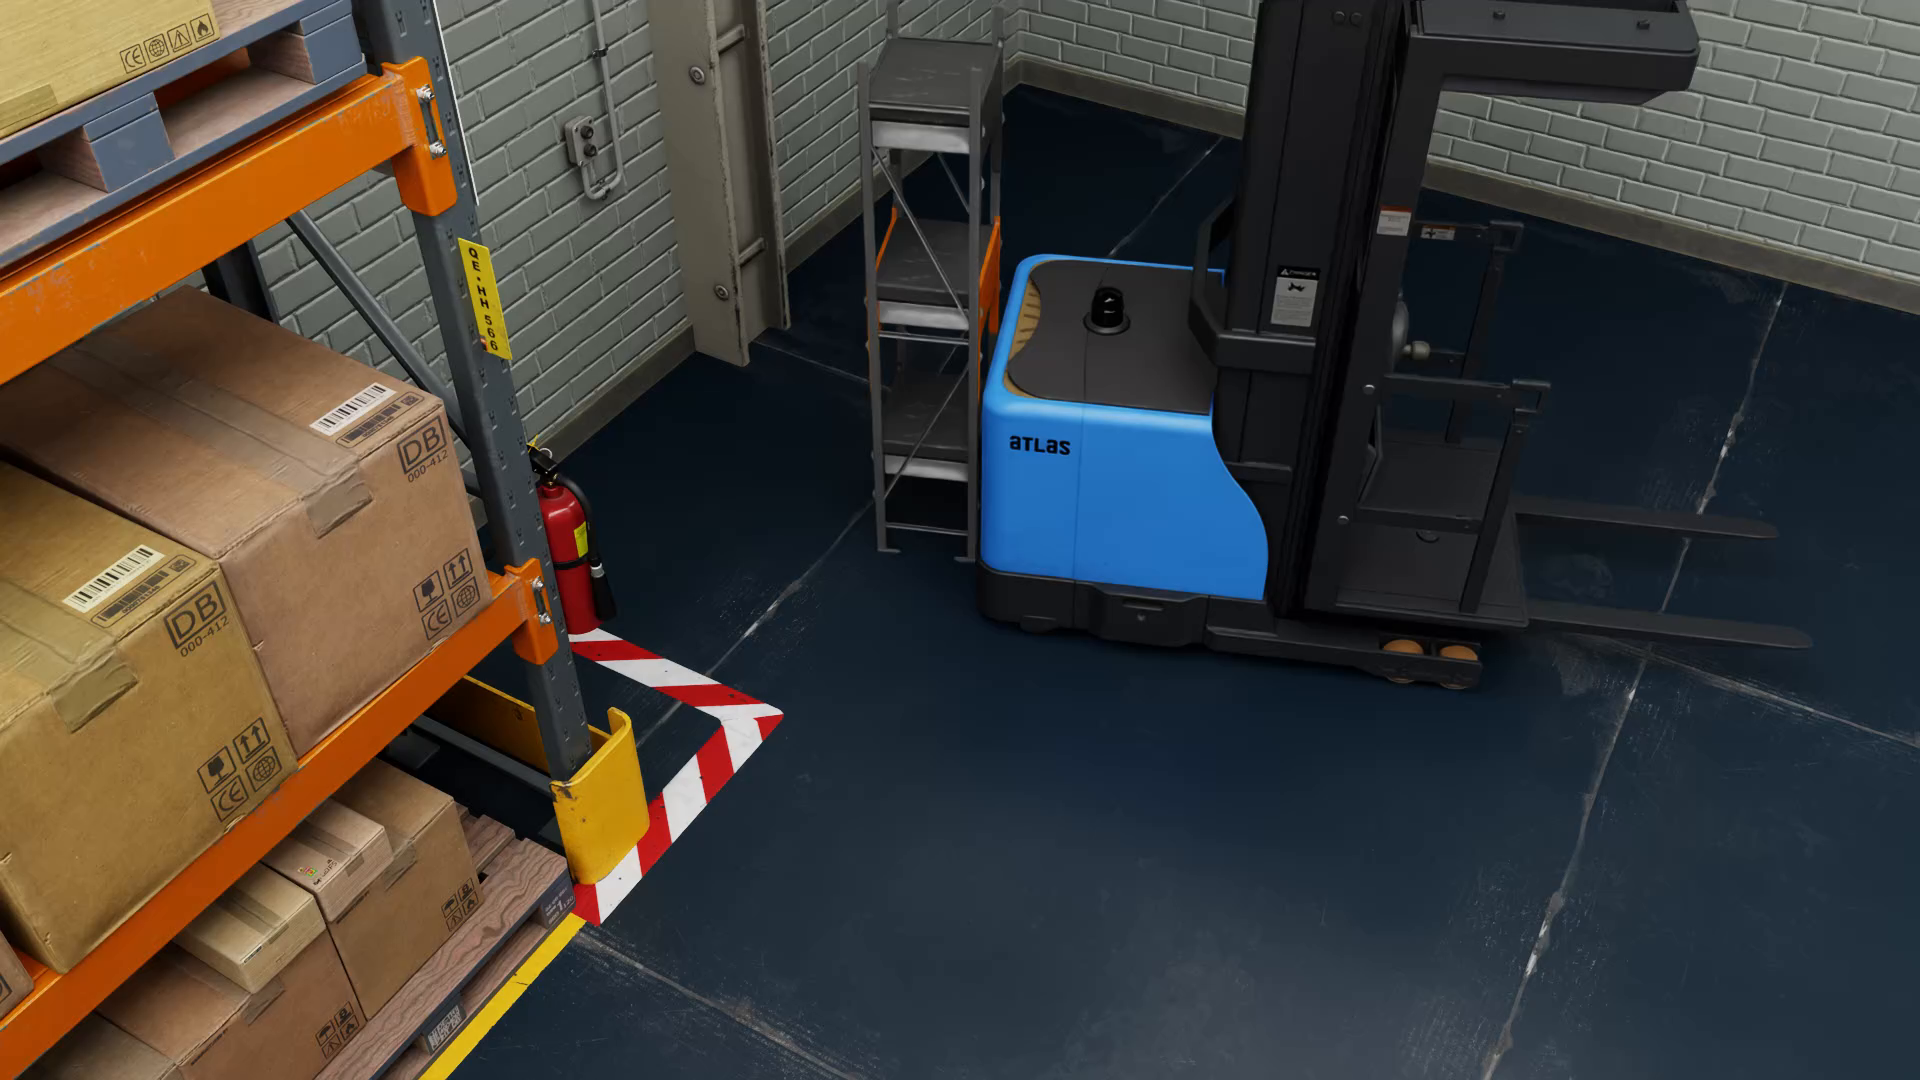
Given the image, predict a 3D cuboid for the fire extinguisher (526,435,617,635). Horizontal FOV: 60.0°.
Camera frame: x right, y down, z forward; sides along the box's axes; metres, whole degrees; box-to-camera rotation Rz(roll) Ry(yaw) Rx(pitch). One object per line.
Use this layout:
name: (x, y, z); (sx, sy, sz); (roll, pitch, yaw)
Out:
fire extinguisher: (-1.158, -0.019, 4.843); (0.296, 0.674, 0.183); (21, 45, 22)

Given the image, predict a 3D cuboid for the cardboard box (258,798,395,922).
cardboard box: (-1.804, 0.850, 4.598); (0.380, 0.149, 0.250); (20, 45, 22)

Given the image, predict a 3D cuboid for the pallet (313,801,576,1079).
pallet: (-1.966, 1.276, 5.142); (1.003, 0.211, 1.213); (21, 45, 22)

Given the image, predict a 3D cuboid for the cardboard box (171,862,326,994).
cardboard box: (-1.931, 0.997, 4.432); (0.380, 0.149, 0.250); (22, 46, 23)

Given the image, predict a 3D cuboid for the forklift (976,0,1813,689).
forklift: (1.627, -0.931, 5.589); (3.031, 2.935, 1.130); (6, 42, 7)

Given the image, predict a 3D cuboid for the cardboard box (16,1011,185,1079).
cardboard box: (-2.399, 1.534, 4.312); (0.700, 0.500, 0.500); (19, 45, 21)

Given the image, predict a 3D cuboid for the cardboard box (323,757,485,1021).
cardboard box: (-1.897, 0.960, 4.964); (0.700, 0.500, 0.500); (21, 45, 22)

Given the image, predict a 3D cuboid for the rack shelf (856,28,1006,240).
rack shelf: (-0.091, -1.397, 5.709); (0.431, 0.518, 0.480); (6, 42, 7)

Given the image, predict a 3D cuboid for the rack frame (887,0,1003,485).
rack frame: (-0.052, -1.041, 6.343); (0.400, 2.100, 0.015); (6, 42, 7)

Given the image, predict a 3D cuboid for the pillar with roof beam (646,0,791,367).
pillar with roof beam: (2.696, -2.913, 3.249); (9.100, 9.000, 0.400); (21, 45, 22)

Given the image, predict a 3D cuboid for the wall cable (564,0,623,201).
wall cable: (-1.812, -1.681, 5.621); (0.084, 1.984, 1.851); (21, 45, 22)

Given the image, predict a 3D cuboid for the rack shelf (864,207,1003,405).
rack shelf: (-0.092, -0.871, 6.171); (0.431, 0.518, 0.480); (6, 42, 7)

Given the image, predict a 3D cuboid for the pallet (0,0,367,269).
pallet: (-1.996, -0.919, 3.321); (1.003, 0.211, 1.213); (21, 45, 22)

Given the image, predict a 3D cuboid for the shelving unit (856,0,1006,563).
shelving unit: (-0.092, -0.882, 6.162); (0.431, 2.100, 0.503); (6, 42, 7)

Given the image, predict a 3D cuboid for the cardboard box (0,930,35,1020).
cardboard box: (-2.624, 0.781, 3.366); (0.980, 0.700, 0.700); (19, 45, 20)

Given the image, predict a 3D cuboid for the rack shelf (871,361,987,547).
rack shelf: (-0.092, -0.346, 6.634); (0.431, 0.518, 0.480); (6, 42, 7)

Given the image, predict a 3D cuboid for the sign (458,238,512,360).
sign: (-1.171, -0.590, 4.095); (0.100, 0.325, 0.005); (21, 45, 22)

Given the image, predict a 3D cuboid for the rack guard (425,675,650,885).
rack guard: (-1.621, 0.670, 5.611); (1.175, 0.500, 0.348); (21, 45, 22)

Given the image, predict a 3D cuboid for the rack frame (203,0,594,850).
rack frame: (-1.633, -0.254, 4.769); (1.000, 3.000, 0.127); (21, 45, 22)

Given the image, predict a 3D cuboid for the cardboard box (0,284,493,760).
cardboard box: (-1.880, -0.072, 4.335); (0.980, 0.700, 0.700); (23, 46, 24)

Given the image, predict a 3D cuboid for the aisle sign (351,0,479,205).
aisle sign: (-1.338, -1.172, 3.844); (0.394, 0.787, 0.004); (21, 45, 22)

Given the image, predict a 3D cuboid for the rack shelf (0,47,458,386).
rack shelf: (-2.634, 0.034, 2.716); (1.077, 0.370, 4.000); (21, 45, 22)

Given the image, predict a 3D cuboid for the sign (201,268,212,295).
sign: (-2.111, -0.796, 4.669); (0.100, 0.325, 0.005); (21, 45, 22)

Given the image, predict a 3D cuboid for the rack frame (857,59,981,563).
rack frame: (-0.132, -0.722, 5.982); (0.400, 2.100, 0.015); (6, 42, 7)

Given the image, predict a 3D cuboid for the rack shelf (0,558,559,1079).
rack shelf: (-2.634, 1.160, 3.707); (1.077, 0.370, 4.000); (21, 45, 22)

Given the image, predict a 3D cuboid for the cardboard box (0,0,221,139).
cardboard box: (-1.770, -1.012, 3.080); (0.500, 0.250, 0.500); (22, 46, 23)

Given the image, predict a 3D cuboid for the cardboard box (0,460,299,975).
cardboard box: (-2.234, 0.348, 3.858); (0.980, 0.700, 0.700); (21, 45, 22)

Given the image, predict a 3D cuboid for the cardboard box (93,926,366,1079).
cardboard box: (-2.148, 1.246, 4.639); (0.700, 0.500, 0.500); (21, 45, 22)
